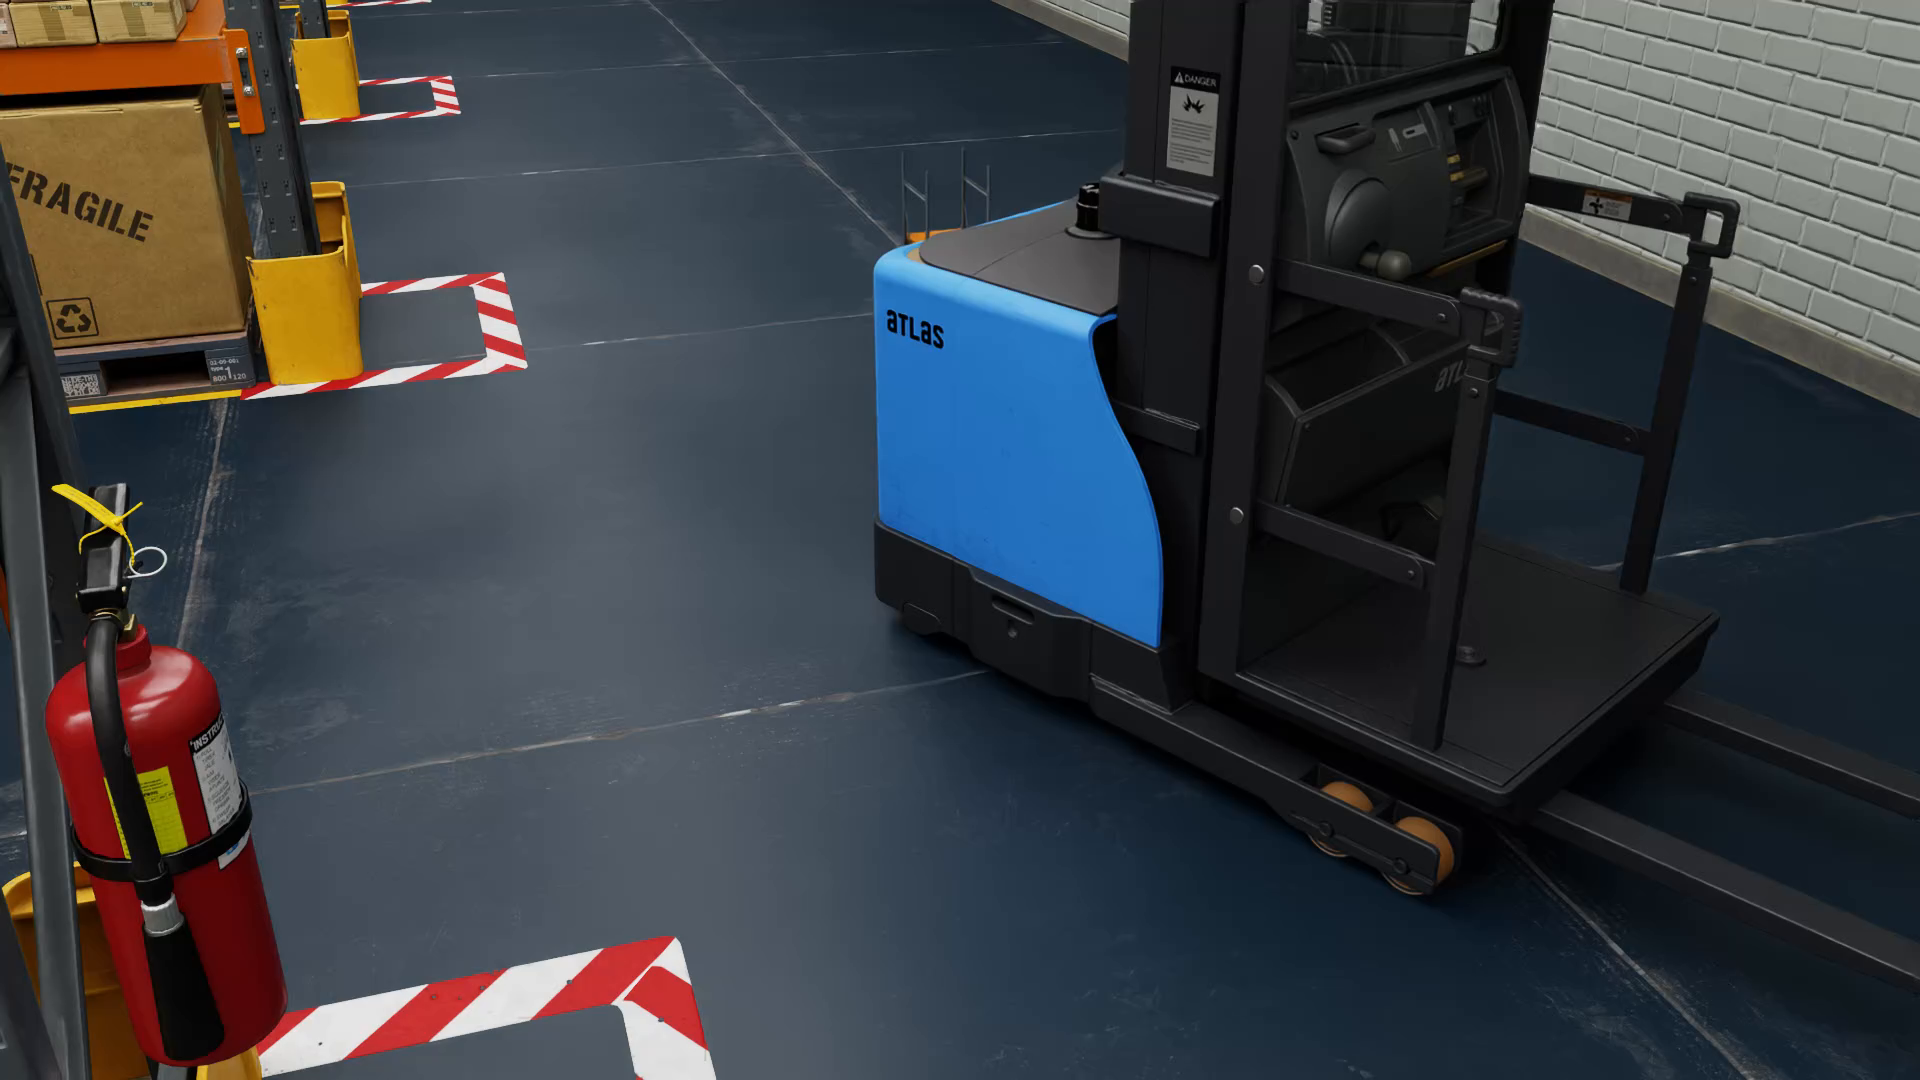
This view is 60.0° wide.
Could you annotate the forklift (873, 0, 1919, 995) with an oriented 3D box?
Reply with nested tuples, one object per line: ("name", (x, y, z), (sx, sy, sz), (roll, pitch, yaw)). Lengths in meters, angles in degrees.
("forklift", (1.156, -0.791, 3.547), (3.031, 2.935, 1.130), (24, 35, 39))

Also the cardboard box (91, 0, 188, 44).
("cardboard box", (-2.950, -1.901, 5.989), (0.250, 0.149, 0.380), (-8, 27, -15))

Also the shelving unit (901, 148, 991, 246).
("shelving unit", (-0.041, -0.545, 4.999), (0.189, 1.200, 0.258), (-9, 28, -17))

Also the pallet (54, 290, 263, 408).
("pallet", (-3.449, -0.810, 6.644), (1.213, 0.211, 1.003), (-8, 28, -16))

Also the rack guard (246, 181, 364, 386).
("rack guard", (-2.690, -1.086, 6.875), (0.348, 0.500, 1.175), (-8, 28, -16))

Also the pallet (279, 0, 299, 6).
("pallet", (-6.607, -5.021, 15.127), (1.213, 0.211, 1.003), (-8, 28, -16))

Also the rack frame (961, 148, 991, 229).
("rack frame", (0.045, -0.559, 5.026), (0.006, 1.200, 0.240), (-9, 28, -17))

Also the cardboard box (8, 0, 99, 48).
("cardboard box", (-3.196, -1.865, 5.915), (0.250, 0.149, 0.380), (-8, 27, -16))

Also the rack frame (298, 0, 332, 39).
("rack frame", (-4.247, -4.296, 10.530), (0.127, 3.000, 1.000), (-8, 28, -16))

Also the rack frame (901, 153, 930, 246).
("rack frame", (-0.127, -0.532, 4.972), (0.006, 1.200, 0.240), (-9, 28, -17))

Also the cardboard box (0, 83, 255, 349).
("cardboard box", (-3.297, -1.316, 6.446), (0.875, 0.875, 0.875), (-8, 28, -16))

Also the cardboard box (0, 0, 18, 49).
("cardboard box", (-3.437, -1.830, 5.846), (0.250, 0.149, 0.380), (-8, 28, -16))

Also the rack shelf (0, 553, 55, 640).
("rack shelf", (-3.175, 0.507, 1.665), (4.000, 0.370, 1.077), (-8, 28, -16))

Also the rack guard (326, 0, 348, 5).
("rack guard", (-5.849, -5.261, 15.285), (0.348, 0.500, 1.175), (-8, 28, -16))

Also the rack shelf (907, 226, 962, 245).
("rack shelf", (-0.041, -0.828, 4.859), (0.180, 0.103, 0.258), (-9, 28, -17))

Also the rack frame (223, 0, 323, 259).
("rack frame", (-2.713, -2.202, 6.312), (0.127, 3.000, 1.000), (-8, 28, -16))

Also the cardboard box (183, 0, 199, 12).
("cardboard box", (-3.153, -2.180, 6.551), (0.250, 0.149, 0.380), (-8, 27, -16))

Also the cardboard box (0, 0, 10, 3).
("cardboard box", (-3.574, -2.020, 5.779), (0.500, 0.250, 0.500), (-9, 28, -17))

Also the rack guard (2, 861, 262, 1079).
("rack guard", (-1.345, 1.039, 2.595), (0.348, 0.500, 1.175), (-8, 28, -16))

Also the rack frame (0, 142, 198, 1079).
("rack frame", (-1.274, -0.092, 2.063), (0.053, 2.616, 0.949), (-8, 28, -16))

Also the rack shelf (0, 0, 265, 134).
("rack shelf", (-4.615, -1.604, 5.917), (4.000, 0.370, 1.077), (-8, 28, -16))

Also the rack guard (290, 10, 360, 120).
("rack guard", (-4.228, -3.185, 11.104), (0.348, 0.500, 1.175), (-8, 28, -16))

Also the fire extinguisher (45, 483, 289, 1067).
("fire extinguisher", (-0.891, 0.271, 1.837), (0.183, 0.674, 0.296), (-8, 28, -16))

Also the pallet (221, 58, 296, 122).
("pallet", (-5.043, -2.950, 10.955), (1.213, 0.211, 1.003), (-8, 28, -16))

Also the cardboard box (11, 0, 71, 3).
("cardboard box", (-3.092, -2.089, 5.919), (0.500, 0.250, 0.500), (-9, 28, -17))
